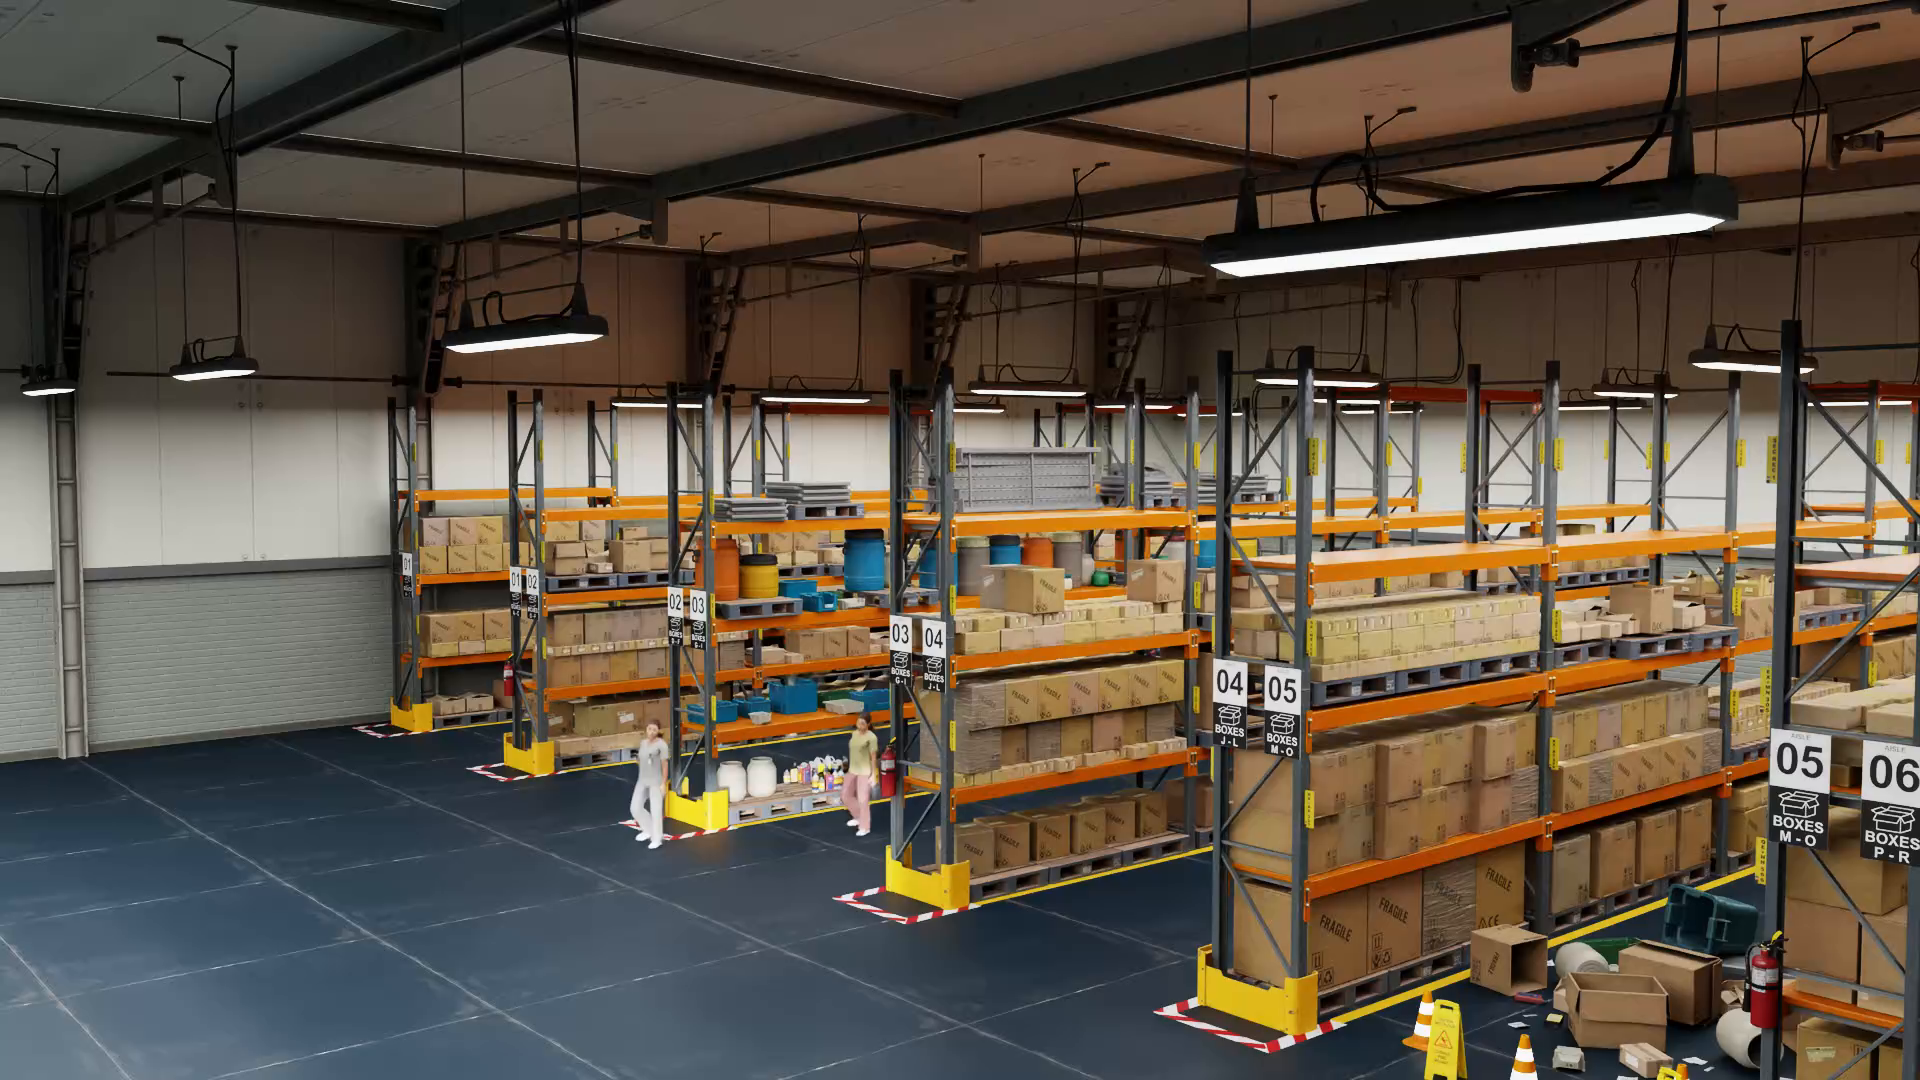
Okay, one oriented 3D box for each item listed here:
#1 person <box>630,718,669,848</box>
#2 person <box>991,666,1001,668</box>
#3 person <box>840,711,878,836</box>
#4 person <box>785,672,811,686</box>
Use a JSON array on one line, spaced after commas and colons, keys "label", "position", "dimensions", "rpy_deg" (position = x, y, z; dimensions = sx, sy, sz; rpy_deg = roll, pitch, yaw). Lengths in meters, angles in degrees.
[{"label": "person", "position": [-3.929, 3.086, 21.155], "dimensions": [0.548, 1.663, 0.429], "rpy_deg": [1, 4, 20]}, {"label": "person", "position": [0.575, 2.613, 28.731], "dimensions": [0.700, 1.800, 0.734], "rpy_deg": [-2, 4, -31]}, {"label": "person", "position": [-1.300, 3.053, 21.890], "dimensions": [0.607, 1.648, 0.449], "rpy_deg": [3, 4, 38]}, {"label": "person", "position": [-3.078, 2.539, 31.707], "dimensions": [0.605, 1.637, 0.751], "rpy_deg": [1, 3, 9]}]
